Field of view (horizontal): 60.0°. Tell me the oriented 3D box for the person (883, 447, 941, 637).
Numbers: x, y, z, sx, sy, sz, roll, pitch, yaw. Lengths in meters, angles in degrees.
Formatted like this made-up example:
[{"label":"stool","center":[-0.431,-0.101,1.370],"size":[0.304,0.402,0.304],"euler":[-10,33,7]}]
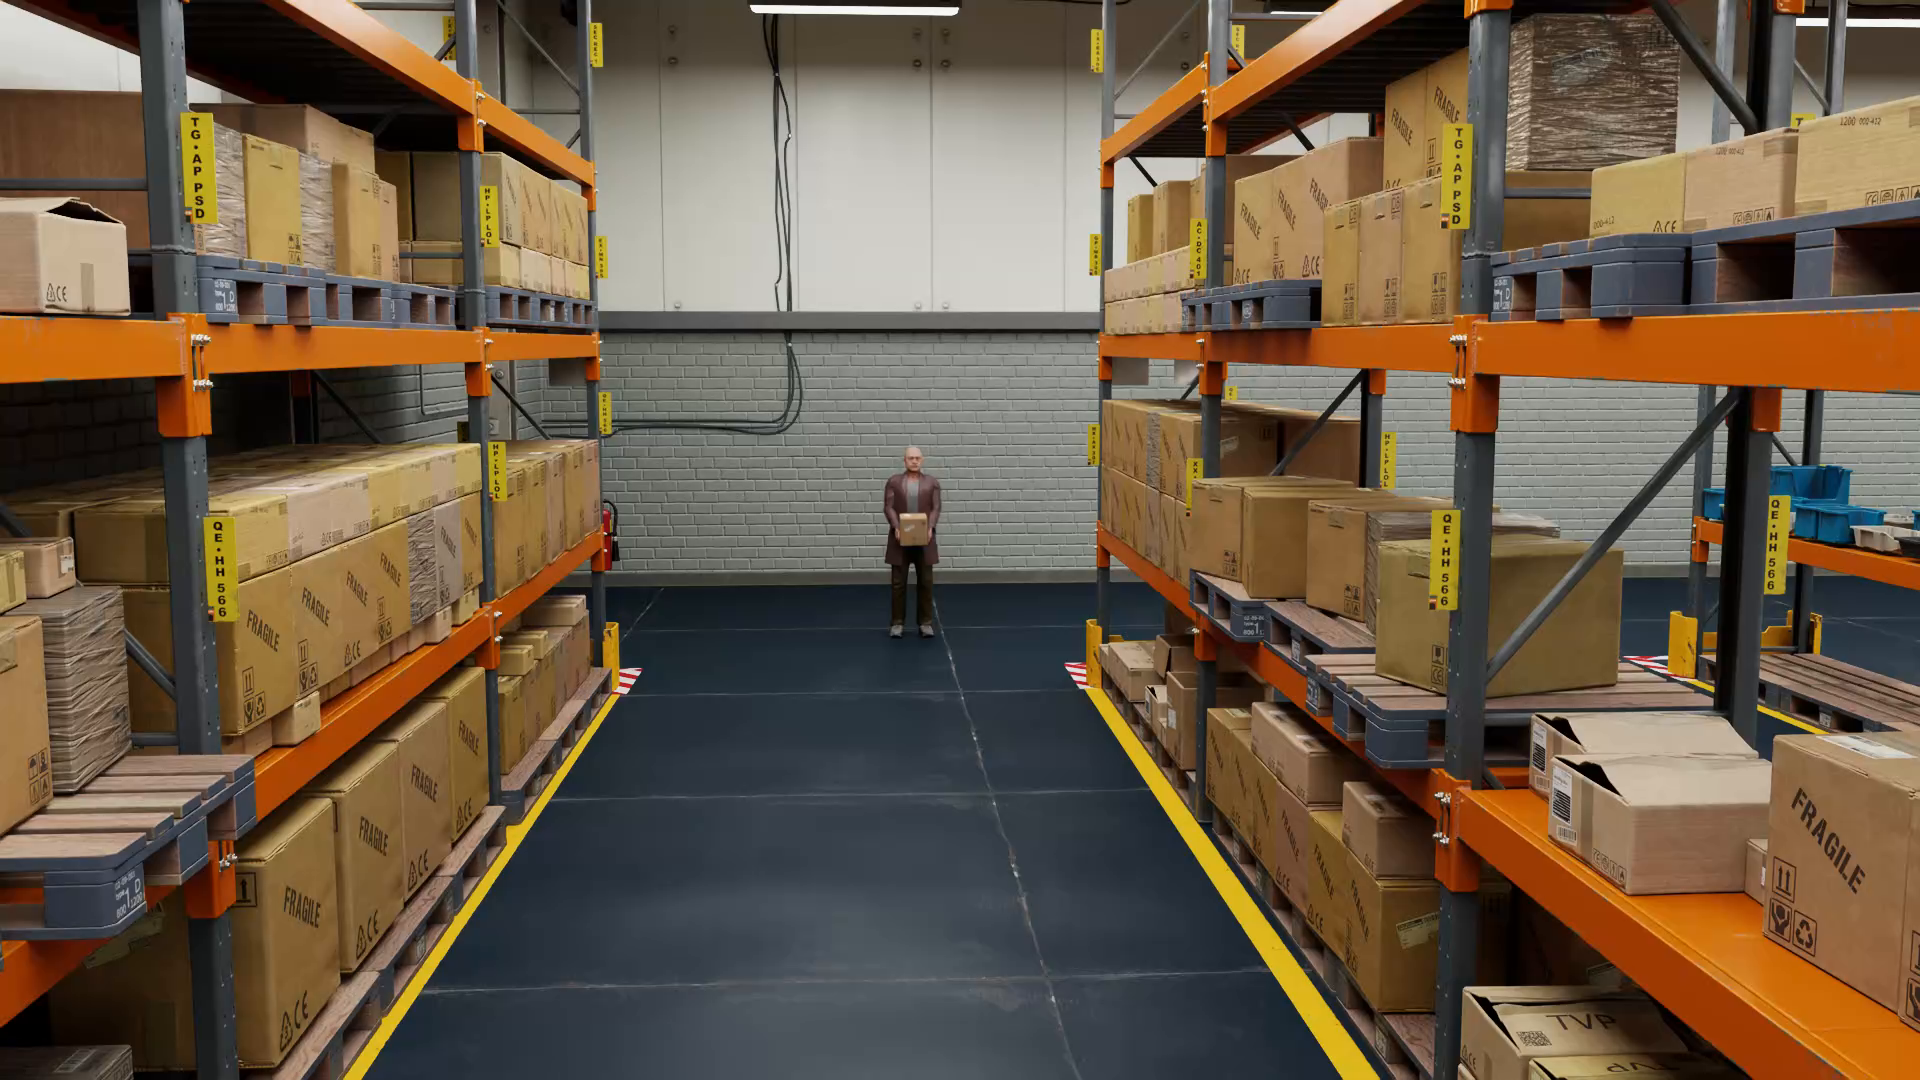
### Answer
[{"label":"person","center":[-0.442,0.023,15.577],"size":[0.548,1.780,0.535],"euler":[0,7,-4]}]
